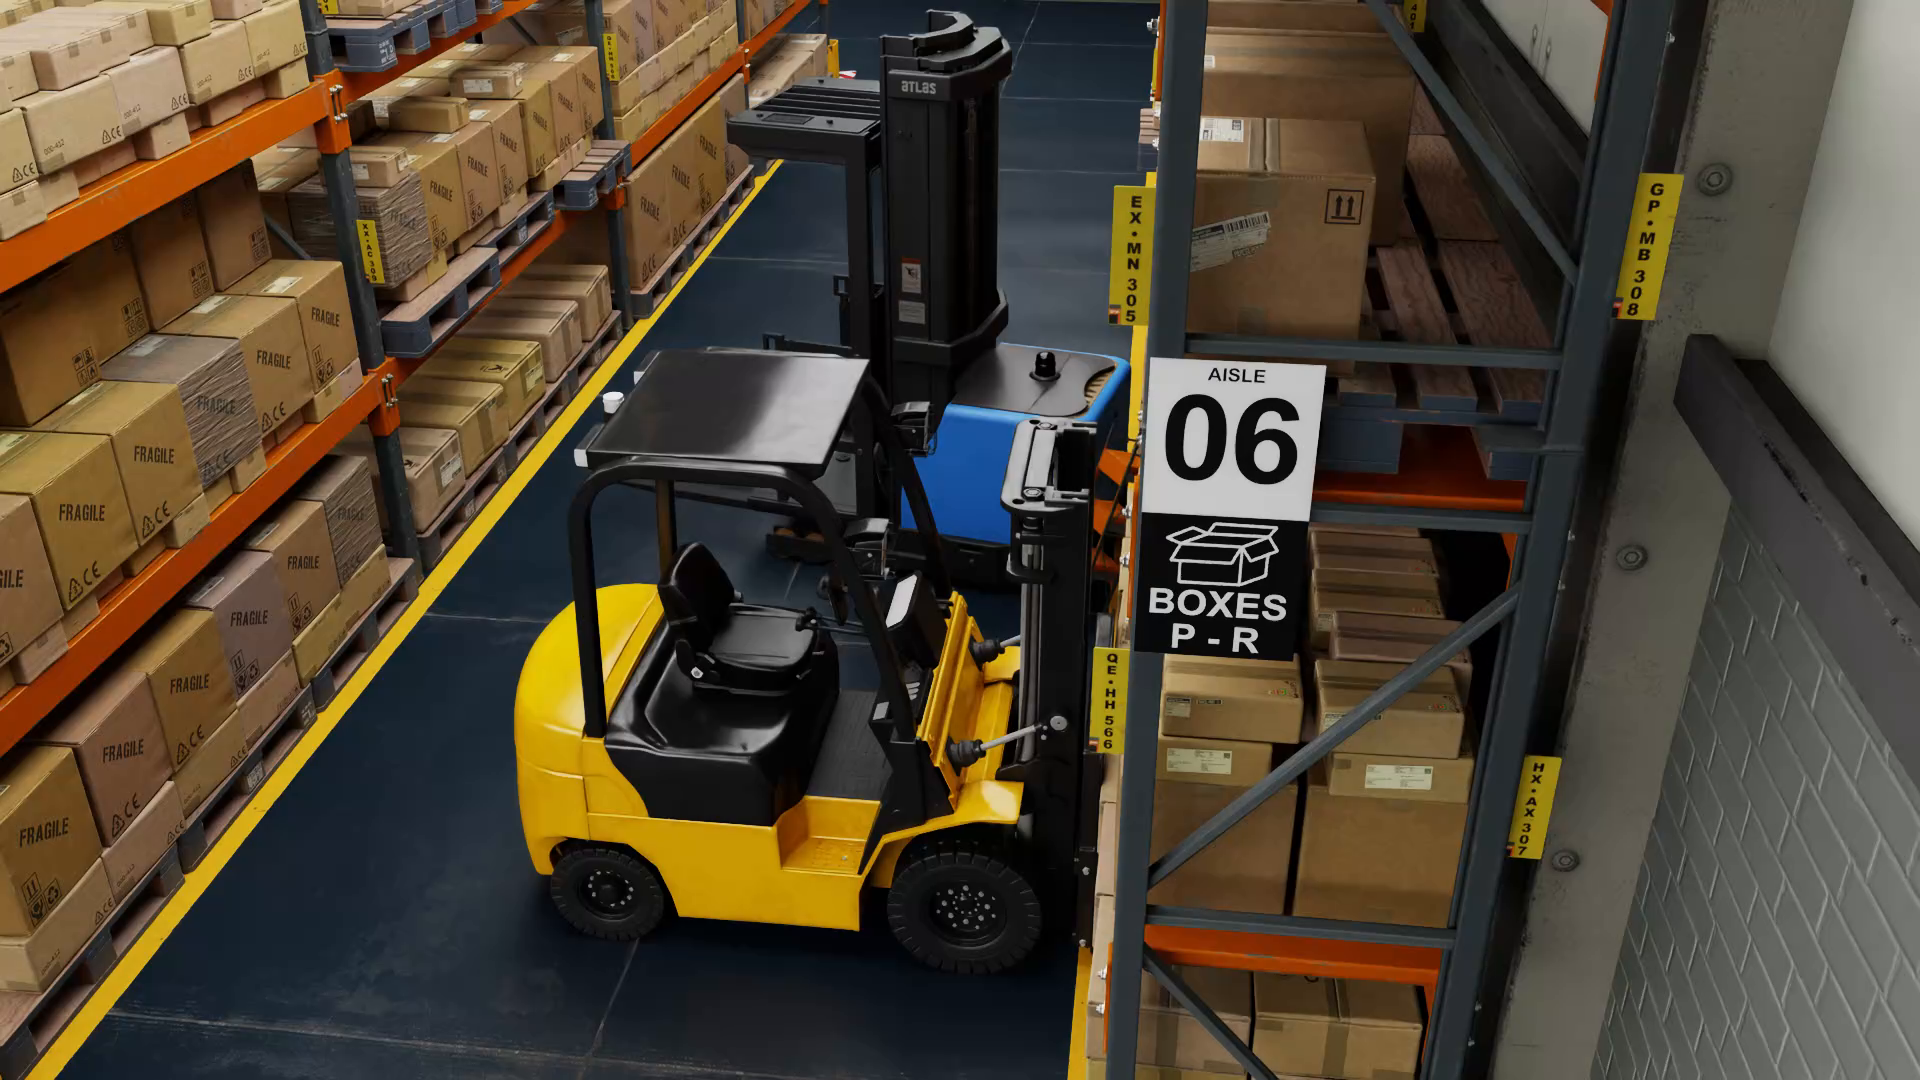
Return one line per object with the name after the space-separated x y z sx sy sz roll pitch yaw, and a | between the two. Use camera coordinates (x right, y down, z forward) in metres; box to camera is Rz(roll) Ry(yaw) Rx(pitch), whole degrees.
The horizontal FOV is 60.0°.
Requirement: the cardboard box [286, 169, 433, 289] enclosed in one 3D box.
-3.166 -1.660 8.806 0.500 0.500 0.500 4 29 7 | cardboard box

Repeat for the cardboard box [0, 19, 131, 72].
-3.422 -1.880 6.339 0.380 0.149 0.250 4 29 7 | cardboard box

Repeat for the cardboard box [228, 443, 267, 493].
-3.366 -0.338 7.479 0.380 0.149 0.250 3 28 5 | cardboard box

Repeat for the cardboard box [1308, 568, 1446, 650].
1.266 0.221 5.074 0.380 0.149 0.250 4 29 7 | cardboard box

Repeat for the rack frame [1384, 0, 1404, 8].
1.419 -3.450 6.666 1.000 3.000 0.127 3 28 6 | rack frame

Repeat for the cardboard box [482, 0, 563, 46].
-3.214 -3.721 12.336 0.500 0.500 0.500 3 28 5 | cardboard box

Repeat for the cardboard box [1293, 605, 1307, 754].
1.307 0.566 5.431 0.500 0.500 0.500 4 29 8 | cardboard box

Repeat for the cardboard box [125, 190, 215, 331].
-3.861 -1.277 7.485 0.700 0.500 0.500 4 29 6 | cardboard box

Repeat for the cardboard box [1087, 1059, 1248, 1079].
0.678 1.632 5.487 0.500 0.250 0.500 3 28 6 | cardboard box

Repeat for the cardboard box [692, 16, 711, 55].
-2.452 -4.314 14.226 0.500 0.250 0.500 4 29 7 | cardboard box

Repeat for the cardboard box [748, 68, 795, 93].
-2.235 -4.629 17.439 0.875 0.438 0.875 3 28 5 | cardboard box

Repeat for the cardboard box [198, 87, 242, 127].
-3.369 -1.904 7.224 0.380 0.149 0.250 4 29 7 | cardboard box

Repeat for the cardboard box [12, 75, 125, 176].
-3.479 -1.541 6.129 0.500 0.250 0.500 4 29 7 | cardboard box

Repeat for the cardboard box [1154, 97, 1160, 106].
1.717 -3.326 12.477 0.500 0.250 0.500 2 28 4 | cardboard box

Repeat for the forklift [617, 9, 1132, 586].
-0.592 -1.385 9.231 3.031 2.935 1.130 9 30 16 | forklift

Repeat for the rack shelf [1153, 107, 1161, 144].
1.664 -2.754 9.296 1.077 0.370 4.000 3 28 6 | rack shelf

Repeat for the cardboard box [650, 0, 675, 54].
-2.585 -4.158 13.145 0.500 0.500 0.500 4 29 8 | cardboard box

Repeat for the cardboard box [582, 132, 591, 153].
-2.785 -2.755 11.523 0.380 0.149 0.250 4 29 7 | cardboard box

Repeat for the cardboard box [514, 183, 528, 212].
-2.936 -2.151 10.402 0.380 0.149 0.250 2 28 5 | cardboard box

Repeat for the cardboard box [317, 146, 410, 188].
-3.099 -1.942 8.647 0.380 0.149 0.250 3 28 6 | cardboard box

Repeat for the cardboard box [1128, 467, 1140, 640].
0.915 0.061 6.369 0.500 0.500 0.500 4 29 7 | cardboard box

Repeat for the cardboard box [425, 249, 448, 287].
-3.087 -1.529 9.248 0.380 0.149 0.250 4 29 7 | cardboard box

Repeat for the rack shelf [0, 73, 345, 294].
-3.753 -1.158 6.333 1.077 0.370 4.000 3 28 6 | rack shelf

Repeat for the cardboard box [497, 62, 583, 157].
-2.850 -2.864 11.042 0.500 0.500 0.500 3 28 5 | cardboard box

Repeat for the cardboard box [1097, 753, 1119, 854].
0.784 0.945 6.234 0.500 0.250 0.500 4 29 7 | cardboard box

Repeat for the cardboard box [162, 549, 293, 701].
-3.436 0.373 7.560 0.500 0.500 0.500 5 29 9 | cardboard box

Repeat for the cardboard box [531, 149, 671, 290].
-2.851 -2.548 13.115 0.875 0.875 0.875 3 28 6 | cardboard box

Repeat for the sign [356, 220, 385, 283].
-2.968 -1.449 8.364 0.100 0.325 0.005 3 28 6 | sign

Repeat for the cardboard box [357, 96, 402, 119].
-3.487 -2.409 10.197 0.500 0.500 0.500 2 28 4 | cardboard box

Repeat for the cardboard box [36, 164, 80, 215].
-3.489 -1.295 6.094 0.380 0.149 0.250 3 28 5 | cardboard box

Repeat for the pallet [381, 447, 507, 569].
-3.414 -0.235 9.963 1.003 0.211 1.213 3 28 6 | pallet

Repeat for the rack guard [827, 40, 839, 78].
-2.034 -5.655 19.720 1.175 0.500 0.348 3 28 6 | rack guard

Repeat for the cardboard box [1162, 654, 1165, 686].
0.763 0.314 4.901 0.380 0.149 0.250 3 28 6 | cardboard box

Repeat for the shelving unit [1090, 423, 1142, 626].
0.774 -0.073 8.757 0.215 1.050 0.252 7 22 -30 | shelving unit

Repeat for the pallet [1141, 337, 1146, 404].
1.770 -1.079 11.531 1.003 0.211 1.213 3 28 6 | pallet

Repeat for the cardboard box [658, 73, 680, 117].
-2.593 -3.618 13.461 0.500 0.250 0.500 4 29 8 | cardboard box

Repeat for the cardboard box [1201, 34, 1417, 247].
0.966 -1.219 5.033 0.700 0.500 0.500 4 29 7 | cardboard box

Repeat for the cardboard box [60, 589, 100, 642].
-3.546 0.269 6.352 0.380 0.149 0.250 4 29 8 | cardboard box

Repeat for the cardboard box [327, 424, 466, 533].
-3.446 -0.371 9.604 0.950 0.372 0.625 4 29 7 | cardboard box

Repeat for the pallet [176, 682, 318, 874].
-3.702 1.026 7.623 1.003 0.211 1.213 3 28 6 | pallet

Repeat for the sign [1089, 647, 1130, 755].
0.392 0.422 4.334 0.100 0.325 0.005 3 28 6 | sign

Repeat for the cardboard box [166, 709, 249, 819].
-3.500 0.952 7.277 0.500 0.250 0.500 5 29 10 | cardboard box

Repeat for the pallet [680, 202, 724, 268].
-2.694 -2.690 14.521 1.003 0.211 1.213 3 28 6 | pallet

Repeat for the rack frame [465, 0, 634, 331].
-3.018 -2.979 12.116 1.000 3.000 0.127 3 28 6 | rack frame

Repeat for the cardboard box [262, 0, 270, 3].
-3.330 -2.495 7.480 0.380 0.149 0.250 4 29 7 | cardboard box

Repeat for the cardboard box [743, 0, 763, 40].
-2.210 -5.111 15.969 0.500 0.500 0.500 4 29 8 | cardboard box

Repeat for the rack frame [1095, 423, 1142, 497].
0.723 -0.125 8.854 0.200 1.050 0.008 7 22 -30 | rack frame

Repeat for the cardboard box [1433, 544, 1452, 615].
1.426 0.125 5.566 0.380 0.149 0.250 4 29 7 | cardboard box

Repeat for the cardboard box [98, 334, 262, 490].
-3.431 -0.560 7.208 0.500 0.500 0.500 4 29 8 | cardboard box
